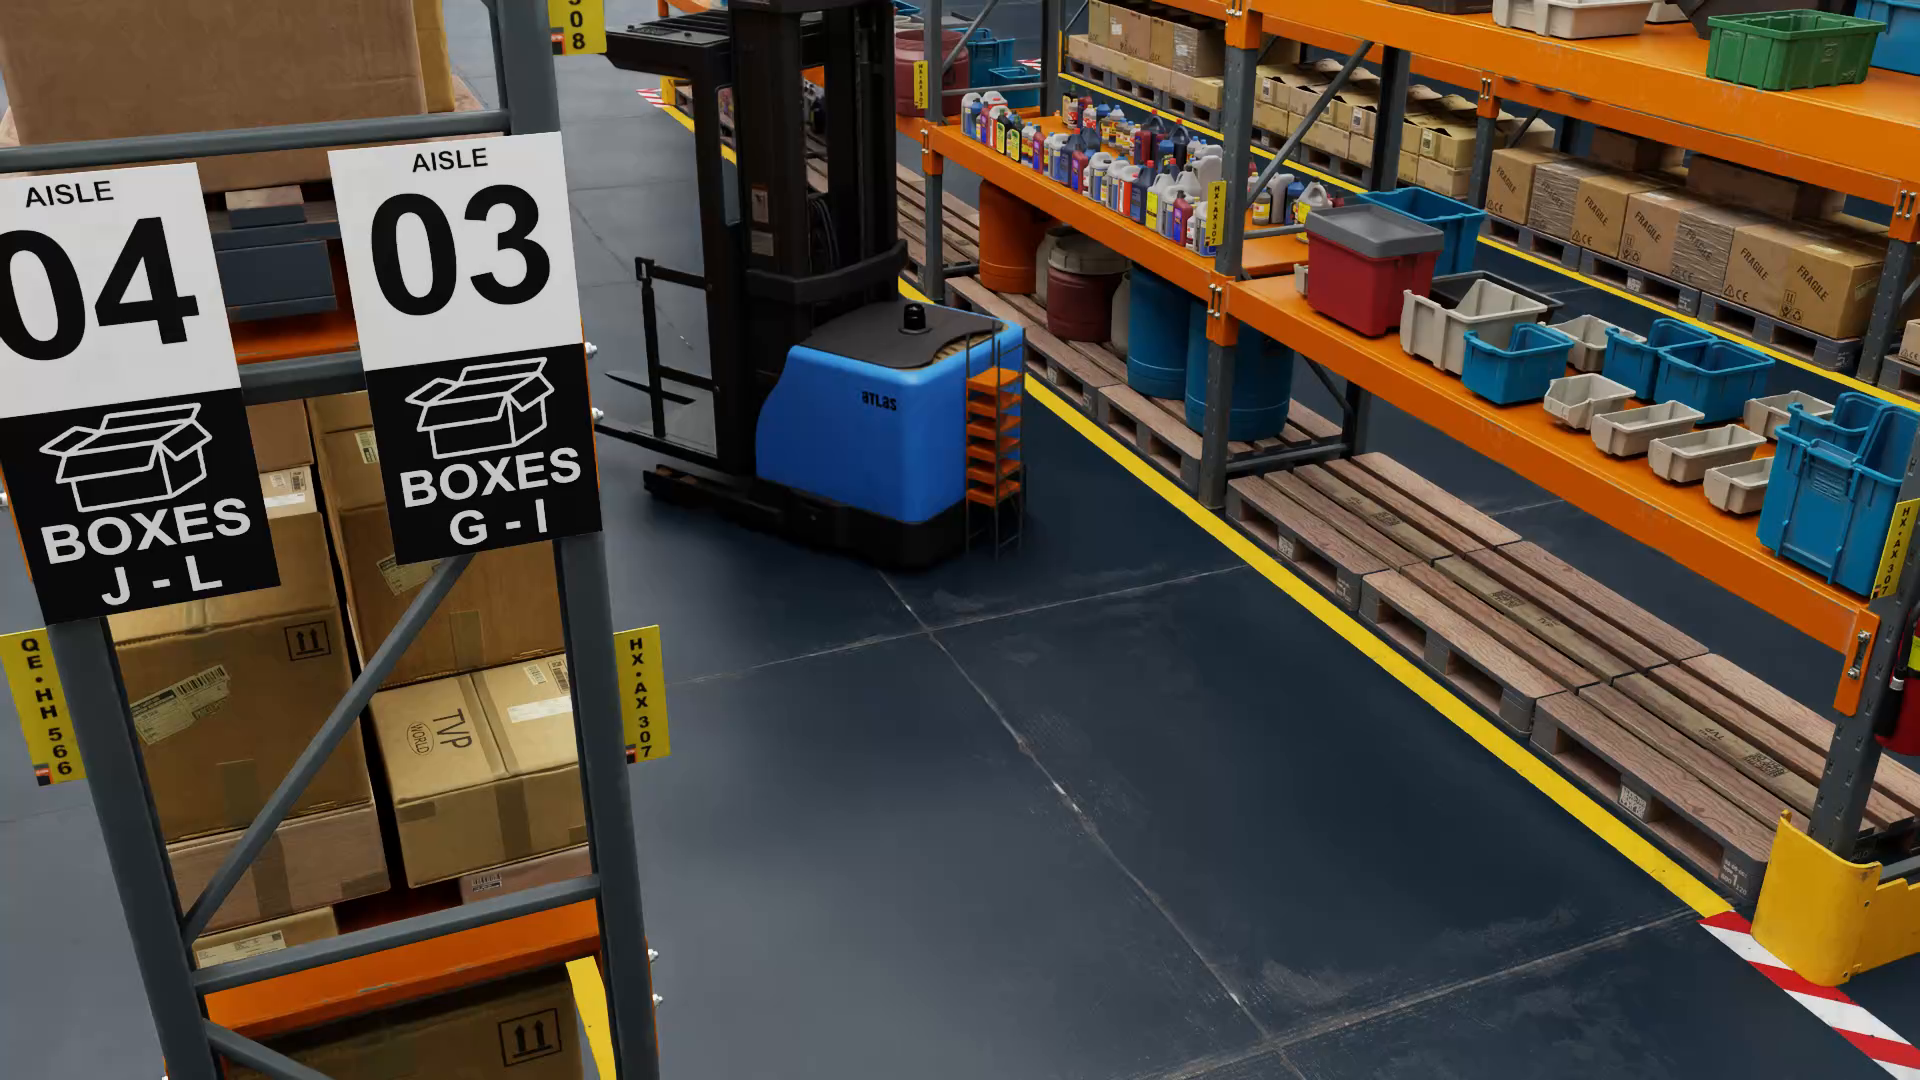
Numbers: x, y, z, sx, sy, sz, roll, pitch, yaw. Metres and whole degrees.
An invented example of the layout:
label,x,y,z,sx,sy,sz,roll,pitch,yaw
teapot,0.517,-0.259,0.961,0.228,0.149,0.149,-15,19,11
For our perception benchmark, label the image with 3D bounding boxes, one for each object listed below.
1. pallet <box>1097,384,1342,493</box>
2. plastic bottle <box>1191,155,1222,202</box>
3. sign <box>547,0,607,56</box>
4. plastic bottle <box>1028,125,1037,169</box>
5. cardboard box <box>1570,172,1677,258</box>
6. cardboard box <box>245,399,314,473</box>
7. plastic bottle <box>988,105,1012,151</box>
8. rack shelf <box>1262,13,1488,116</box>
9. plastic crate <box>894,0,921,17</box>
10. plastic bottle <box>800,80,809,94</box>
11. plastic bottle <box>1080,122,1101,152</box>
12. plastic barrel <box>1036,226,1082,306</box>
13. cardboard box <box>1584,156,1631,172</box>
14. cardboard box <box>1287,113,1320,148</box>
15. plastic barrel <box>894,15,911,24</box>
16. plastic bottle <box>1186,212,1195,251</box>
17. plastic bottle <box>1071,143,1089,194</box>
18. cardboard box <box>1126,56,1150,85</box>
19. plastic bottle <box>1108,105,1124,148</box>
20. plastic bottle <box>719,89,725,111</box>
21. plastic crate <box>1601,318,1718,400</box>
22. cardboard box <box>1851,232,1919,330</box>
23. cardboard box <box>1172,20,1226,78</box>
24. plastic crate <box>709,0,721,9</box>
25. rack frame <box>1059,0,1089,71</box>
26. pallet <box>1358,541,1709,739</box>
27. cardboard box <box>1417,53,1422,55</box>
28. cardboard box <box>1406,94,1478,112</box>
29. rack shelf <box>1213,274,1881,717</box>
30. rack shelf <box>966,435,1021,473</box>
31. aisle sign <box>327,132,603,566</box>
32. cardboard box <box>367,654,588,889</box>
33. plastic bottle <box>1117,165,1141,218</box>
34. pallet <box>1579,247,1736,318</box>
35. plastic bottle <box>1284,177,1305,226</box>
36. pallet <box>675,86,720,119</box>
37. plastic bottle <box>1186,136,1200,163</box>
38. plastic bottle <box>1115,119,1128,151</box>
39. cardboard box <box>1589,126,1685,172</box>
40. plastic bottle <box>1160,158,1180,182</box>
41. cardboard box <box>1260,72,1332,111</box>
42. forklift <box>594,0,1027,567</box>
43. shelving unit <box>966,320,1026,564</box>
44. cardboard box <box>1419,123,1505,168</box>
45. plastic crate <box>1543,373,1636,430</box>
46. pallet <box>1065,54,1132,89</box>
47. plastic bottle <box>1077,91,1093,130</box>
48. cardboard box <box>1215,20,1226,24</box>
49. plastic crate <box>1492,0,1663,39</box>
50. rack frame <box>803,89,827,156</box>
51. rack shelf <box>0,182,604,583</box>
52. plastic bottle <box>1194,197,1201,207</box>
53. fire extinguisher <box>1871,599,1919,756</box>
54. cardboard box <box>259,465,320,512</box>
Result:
label,x,y,z,sx,sy,sz,roll,pitch,yaw
pallet,1.531,-0.679,9.901,1.003,0.211,1.213,-11,28,-21
plastic bottle,1.462,-2.158,9.892,0.152,0.276,0.135,-11,28,-21
sign,-0.683,-1.017,2.909,0.100,0.325,0.005,-11,28,-21
plastic bottle,0.483,-2.516,10.631,0.097,0.271,0.097,0,26,0
cardboard box,5.105,-2.506,12.811,0.500,0.500,0.500,-11,28,-21
cardboard box,-2.416,-0.519,5.372,0.500,0.500,0.500,-11,28,-22
plastic bottle,0.282,-2.756,11.117,0.152,0.276,0.135,-11,28,-21
rack shelf,4.005,-4.562,15.495,1.077,0.370,4.000,-11,28,-21
plastic crate,-0.619,-4.444,14.452,0.392,0.384,0.575,-11,28,-21
plastic bottle,-1.585,-4.571,17.211,0.144,0.351,0.185,-9,28,-18
plastic bottle,0.790,-2.432,10.368,0.144,0.351,0.185,-11,28,-21
plastic barrel,0.739,-1.892,11.564,0.421,0.512,0.421,0,26,0
cardboard box,5.370,-2.815,13.445,0.500,0.500,0.500,-9,28,-19
cardboard box,3.556,-4.025,16.231,0.500,0.250,0.500,-11,28,-22
plastic barrel,-0.536,-3.827,13.043,0.421,0.512,0.421,0,26,0
plastic bottle,1.273,-1.670,8.978,0.097,0.201,0.097,0,26,0
plastic bottle,0.727,-2.249,10.071,0.061,0.283,0.133,-11,28,-21
cardboard box,2.246,-5.400,19.047,0.500,0.250,0.500,-11,28,-21
plastic bottle,1.051,-2.781,11.173,0.097,0.271,0.097,0,26,0
plastic bottle,-2.481,-4.644,17.452,0.097,0.271,0.097,0,26,0
plastic crate,2.935,-0.760,7.009,0.416,0.233,0.300,-11,28,-21
cardboard box,6.389,-1.775,11.314,0.500,0.500,0.500,-12,28,-23
cardboard box,2.654,-5.337,18.062,0.500,0.500,0.500,-11,28,-21
plastic crate,-2.207,-5.337,16.562,0.530,0.136,0.437,-11,28,-21
rack frame,1.655,-7.308,20.299,1.000,3.000,0.127,-11,28,-21
pallet,2.601,0.423,7.644,1.003,0.211,1.213,-11,28,-21
cardboard box,4.181,-4.281,14.385,0.380,0.149,0.250,-11,28,-21
cardboard box,4.442,-3.962,15.462,0.500,0.311,0.500,-11,28,-22
rack shelf,2.578,-0.483,7.141,1.077,0.370,4.000,-11,28,-21
rack shelf,0.176,-0.445,8.394,0.180,0.103,0.258,17,31,31
aisle sign,-0.891,-0.339,3.062,0.394,0.787,0.004,-11,28,-21
cardboard box,-1.135,0.546,4.046,0.500,0.250,0.500,-11,28,-22
plastic bottle,1.003,-2.013,9.595,0.152,0.276,0.135,-11,28,-21
pallet,5.519,-2.025,12.658,1.003,0.211,1.213,-11,28,-21
plastic bottle,1.892,-1.914,9.398,0.097,0.271,0.097,0,26,0
pallet,-2.518,-4.854,18.450,1.003,0.211,1.213,-11,28,-21
plastic bottle,1.453,-2.367,10.325,0.097,0.271,0.097,0,26,0
plastic bottle,1.089,-2.710,11.108,0.097,0.201,0.097,0,26,0
cardboard box,5.396,-3.130,13.235,0.500,0.250,0.500,-9,28,-19
plastic bottle,1.194,-2.006,9.496,0.144,0.351,0.185,-11,28,-21
cardboard box,3.345,-4.485,16.534,0.500,0.311,0.500,-11,28,-21
forklift,-1.139,-1.672,8.834,3.031,2.935,1.130,17,31,31
shelving unit,0.176,-0.484,8.374,0.189,1.200,0.258,17,31,31
cardboard box,4.356,-3.452,14.418,0.500,0.311,0.500,-10,28,-19
plastic crate,2.511,-0.550,6.689,0.298,0.136,0.250,-11,28,-21
pallet,1.993,-5.753,20.293,1.003,0.211,1.213,-11,28,-21
plastic bottle,0.870,-2.993,11.594,0.061,0.283,0.133,-11,28,-21
cardboard box,3.125,-5.425,18.242,0.500,0.500,0.500,-11,28,-21
plastic crate,2.324,-2.020,6.350,0.437,0.136,0.530,-11,28,-21
rack frame,-1.338,-4.843,15.251,1.000,3.000,0.127,-11,28,-21
rack shelf,-1.979,-0.980,4.739,1.077,0.370,4.000,-11,28,-21
plastic bottle,1.308,-1.805,9.253,0.097,0.201,0.097,0,26,0
fire extinguisher,3.003,0.342,5.143,0.296,0.674,0.183,-11,28,-21
cardboard box,-2.421,-0.185,5.541,0.500,0.250,0.500,-10,28,-19
